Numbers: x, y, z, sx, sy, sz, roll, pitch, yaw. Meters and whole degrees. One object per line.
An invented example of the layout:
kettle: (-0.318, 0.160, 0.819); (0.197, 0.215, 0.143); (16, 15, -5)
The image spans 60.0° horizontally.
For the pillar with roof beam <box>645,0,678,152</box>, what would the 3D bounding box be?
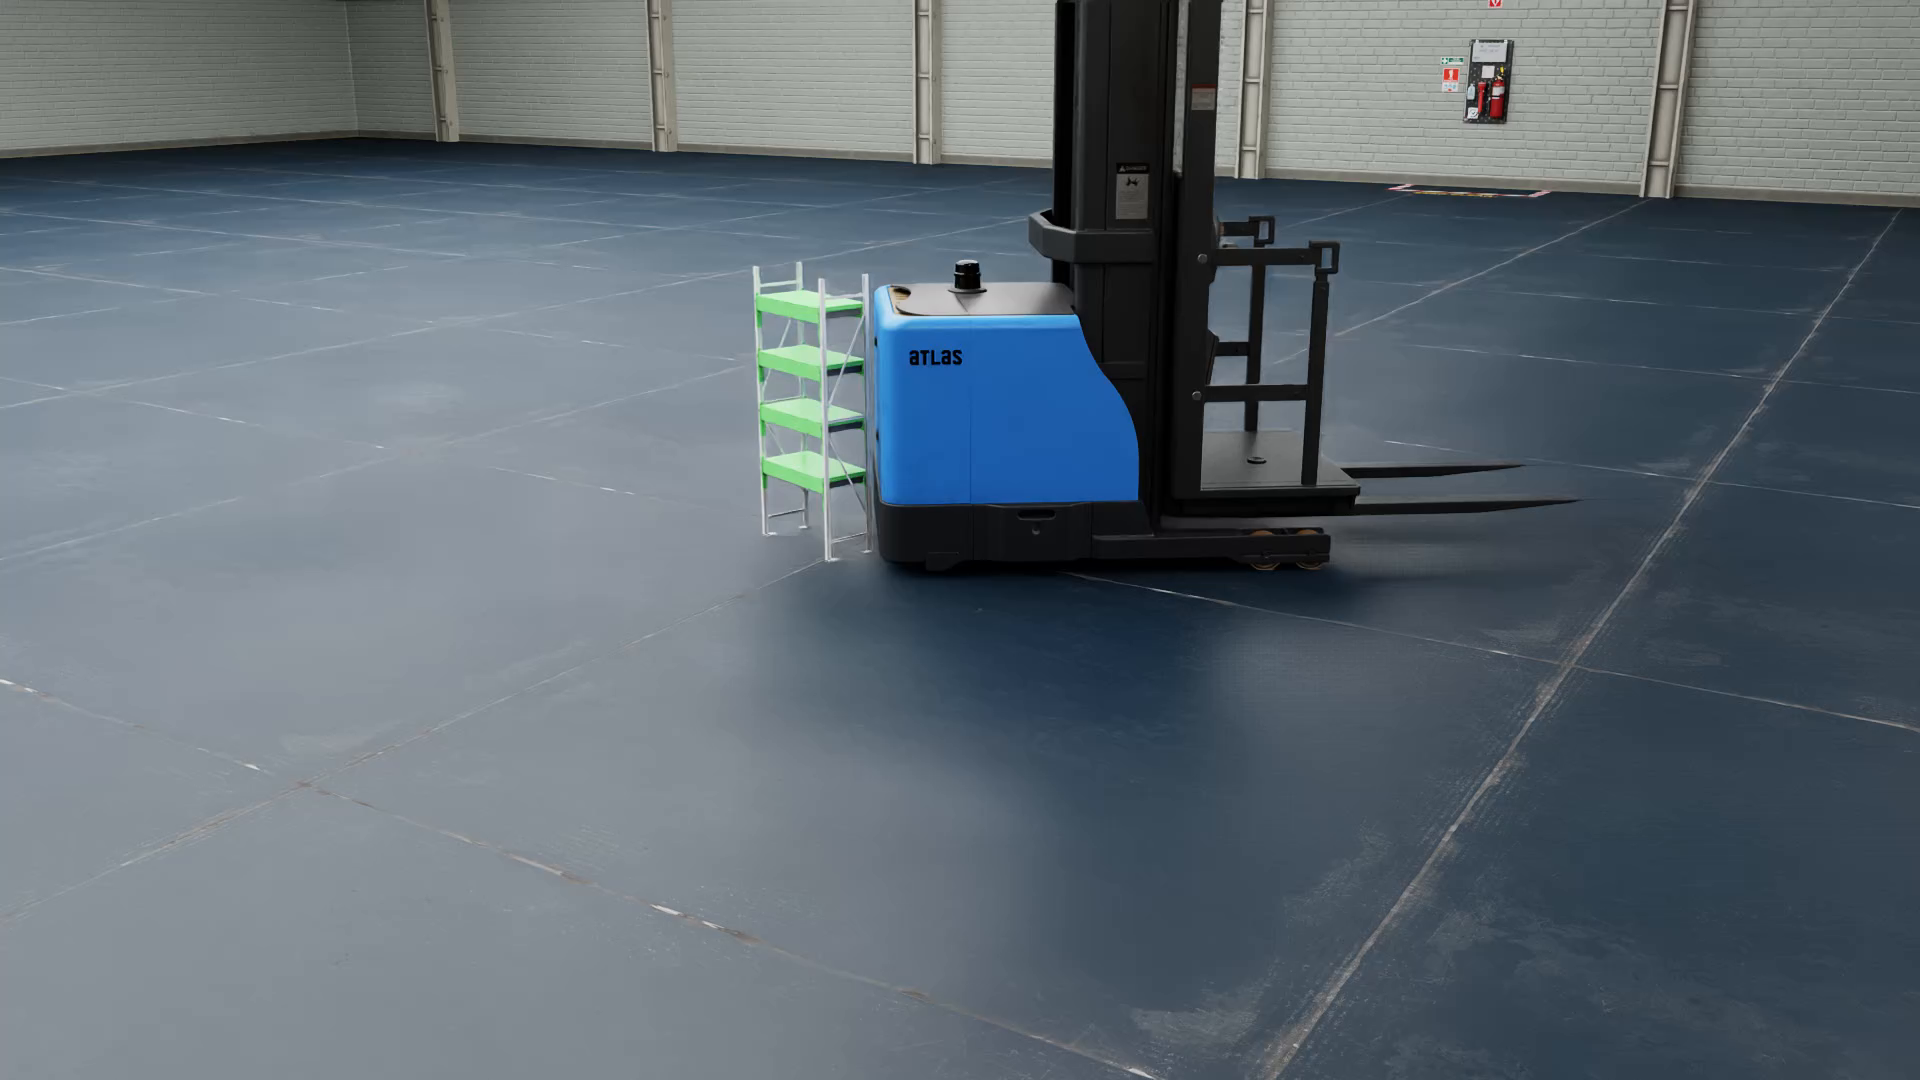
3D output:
pillar with roof beam: (-7.934, -10.739, 27.253); (0.400, 9.000, 9.100); (10, 20, 30)

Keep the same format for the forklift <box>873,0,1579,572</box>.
forklift: (1.144, -1.425, 7.031); (3.031, 2.935, 1.130); (-1, 17, -4)

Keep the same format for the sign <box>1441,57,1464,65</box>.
sign: (7.153, -6.960, 24.159); (0.331, 0.109, 0.001); (10, 20, 30)

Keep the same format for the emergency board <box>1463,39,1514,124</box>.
emergency board: (7.571, -6.582, 23.890); (0.643, 1.169, 0.194); (10, 20, 30)

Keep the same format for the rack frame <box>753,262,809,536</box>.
rack frame: (-0.784, -0.613, 7.336); (0.240, 1.200, 0.015); (-13, 21, -37)

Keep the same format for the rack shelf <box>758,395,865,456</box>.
rack shelf: (-0.630, -0.497, 7.173); (0.258, 0.148, 0.480); (-13, 21, -37)

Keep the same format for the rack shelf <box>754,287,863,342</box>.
rack shelf: (-0.630, -0.956, 7.034); (0.258, 0.148, 0.480); (-13, 21, -37)

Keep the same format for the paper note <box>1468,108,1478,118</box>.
paper note: (7.456, -6.205, 24.163); (0.142, 0.148, 0.016); (10, 20, 30)

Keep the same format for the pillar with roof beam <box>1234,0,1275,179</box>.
pillar with roof beam: (2.291, -8.914, 21.244); (0.400, 9.000, 9.100); (10, 20, 30)

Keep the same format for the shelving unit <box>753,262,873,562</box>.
shelving unit: (-0.630, -0.558, 7.155); (0.258, 1.200, 0.503); (-13, 21, -37)

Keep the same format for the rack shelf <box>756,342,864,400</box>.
rack shelf: (-0.630, -0.727, 7.104); (0.258, 0.148, 0.480); (-13, 21, -37)

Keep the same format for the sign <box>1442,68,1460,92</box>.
sign: (7.154, -6.709, 24.245); (0.234, 0.329, 0.001); (10, 20, 30)

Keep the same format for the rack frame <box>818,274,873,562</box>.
rack frame: (-0.476, -0.503, 6.974); (0.240, 1.200, 0.015); (-13, 21, -37)

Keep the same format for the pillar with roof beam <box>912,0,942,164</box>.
pillar with roof beam: (-2.822, -9.826, 24.248); (0.400, 9.000, 9.100); (10, 20, 30)

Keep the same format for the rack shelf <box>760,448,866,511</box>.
rack shelf: (-0.630, -0.268, 7.243); (0.258, 0.148, 0.480); (-13, 21, -37)

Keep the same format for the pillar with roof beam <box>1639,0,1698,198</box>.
pillar with roof beam: (7.404, -8.001, 18.239); (0.400, 9.000, 9.100); (10, 20, 30)

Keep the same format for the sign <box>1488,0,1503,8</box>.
sign: (7.616, -7.717, 23.638); (0.199, 0.298, 0.001); (10, 20, 30)

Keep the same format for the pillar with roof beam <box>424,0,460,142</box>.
pillar with roof beam: (-13.047, -11.652, 30.257); (0.400, 9.000, 9.100); (10, 20, 30)
